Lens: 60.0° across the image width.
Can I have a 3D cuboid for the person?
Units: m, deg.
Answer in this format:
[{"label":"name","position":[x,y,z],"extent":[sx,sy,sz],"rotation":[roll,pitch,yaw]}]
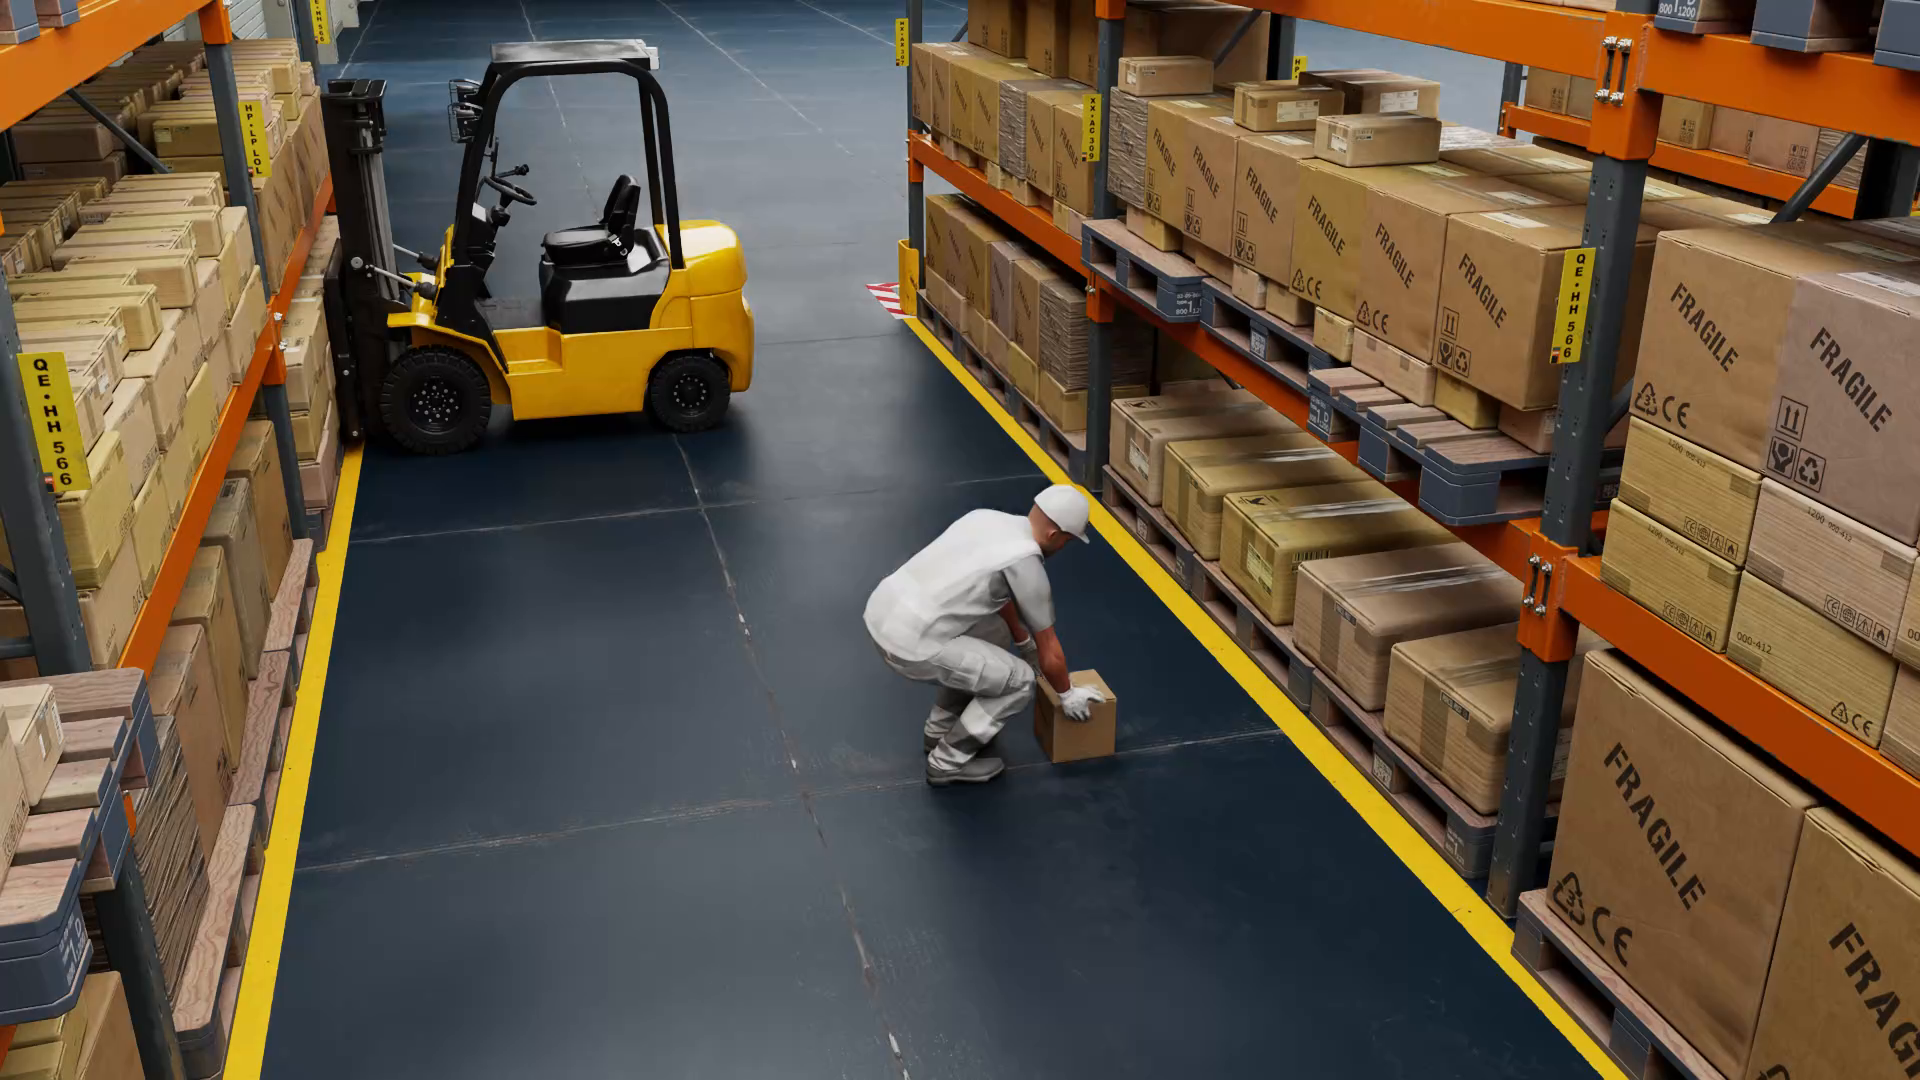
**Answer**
[{"label":"person","position":[0.071,0.333,6.209],"extent":[0.870,1.065,0.577],"rotation":[-6,24,-14]}]
